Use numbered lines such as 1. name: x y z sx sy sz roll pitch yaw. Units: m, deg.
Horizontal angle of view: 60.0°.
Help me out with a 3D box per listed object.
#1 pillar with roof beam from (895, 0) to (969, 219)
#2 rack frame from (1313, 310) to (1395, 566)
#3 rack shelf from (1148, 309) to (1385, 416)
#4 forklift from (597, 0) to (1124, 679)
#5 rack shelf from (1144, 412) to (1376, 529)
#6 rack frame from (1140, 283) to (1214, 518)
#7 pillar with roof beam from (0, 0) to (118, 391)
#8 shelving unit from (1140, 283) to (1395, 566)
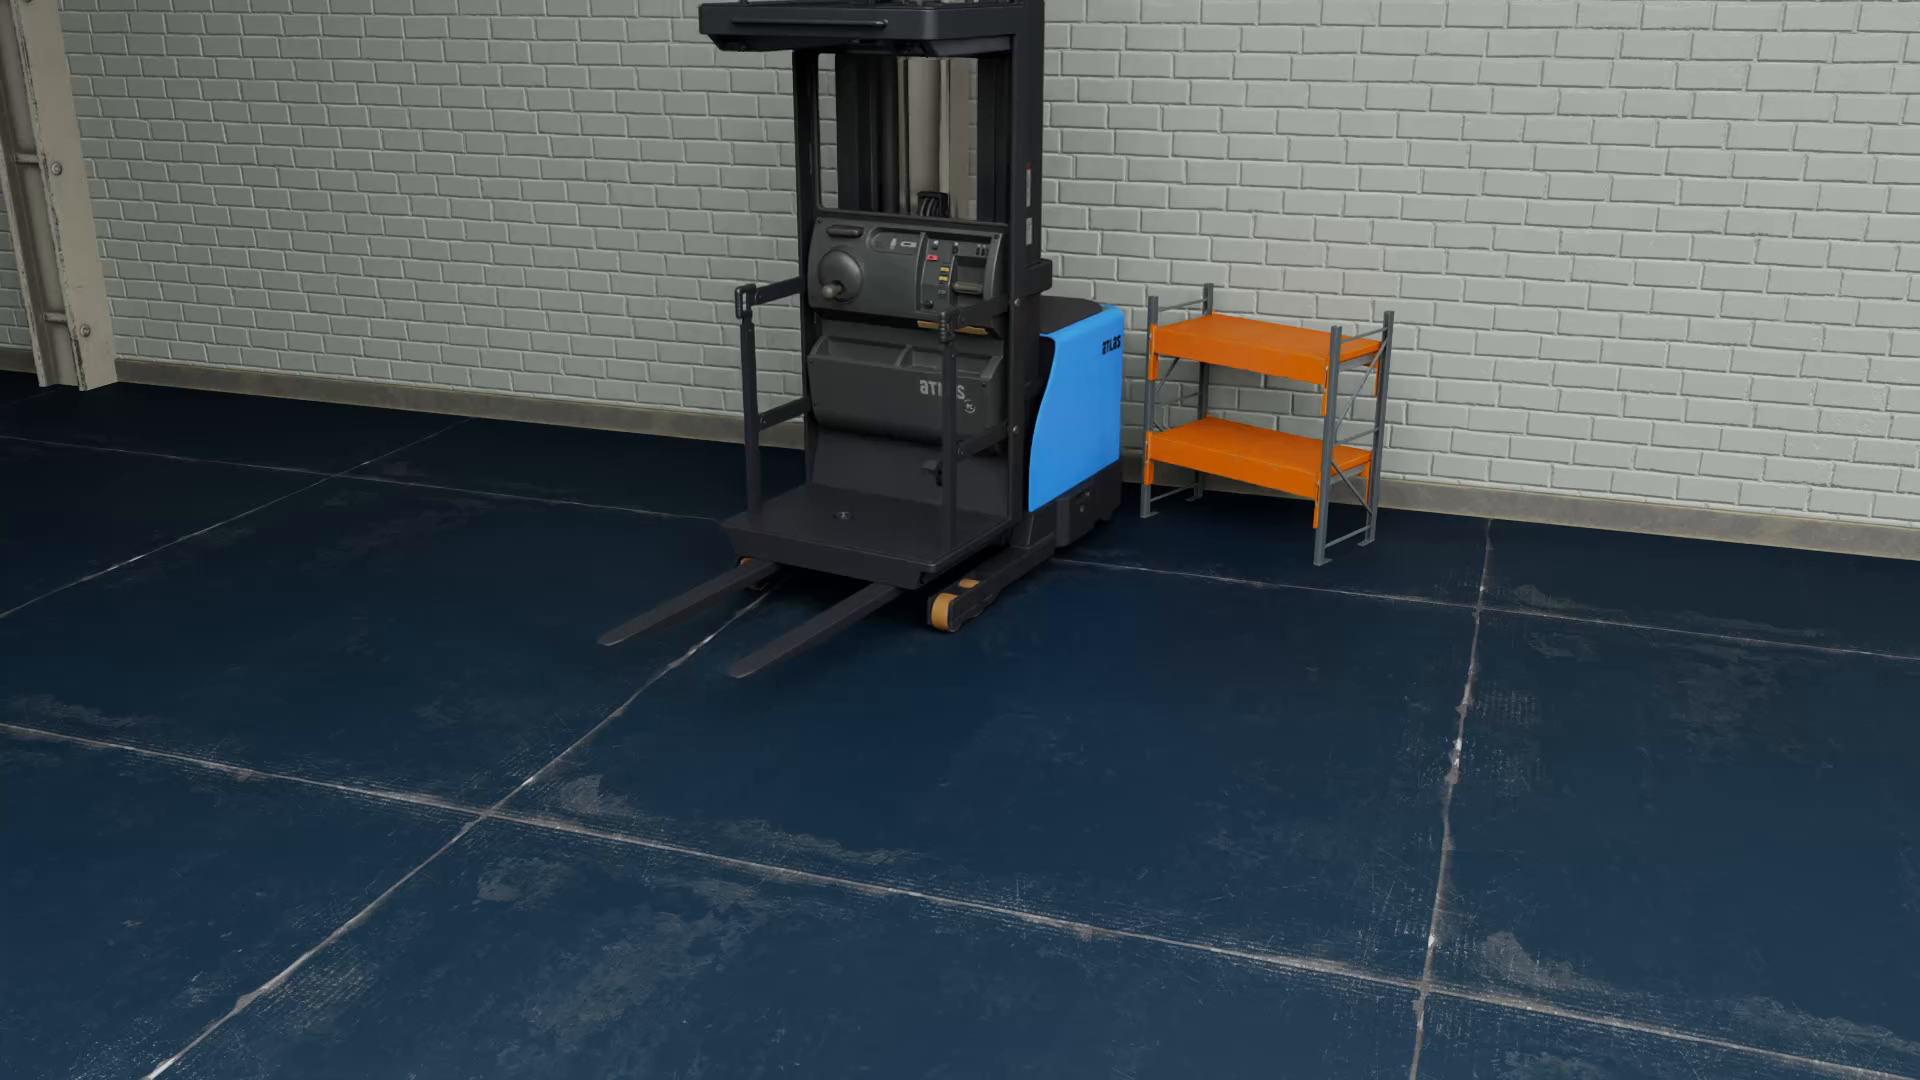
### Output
1. pillar with roof beam: -1.602 -3.307 3.892 0.400 9.000 9.100 7 20 18
2. rack frame: 1.829 -0.472 7.720 0.032 1.125 0.500 17 26 41
3. rack shelf: 1.461 -0.863 7.955 1.000 0.278 0.538 17 26 41
4. forklift: -0.346 -1.167 6.971 1.130 2.935 3.031 10 22 27
5. rack shelf: 1.461 -0.356 8.132 1.000 0.278 0.538 17 26 41
6. rack frame: 1.093 -0.703 8.383 0.032 1.125 0.500 17 26 41
7. pillar with roof beam: -7.270 -3.955 5.752 0.400 9.000 9.100 7 20 18
8. shelving unit: 1.461 -0.587 8.052 1.048 1.125 0.538 17 26 41
